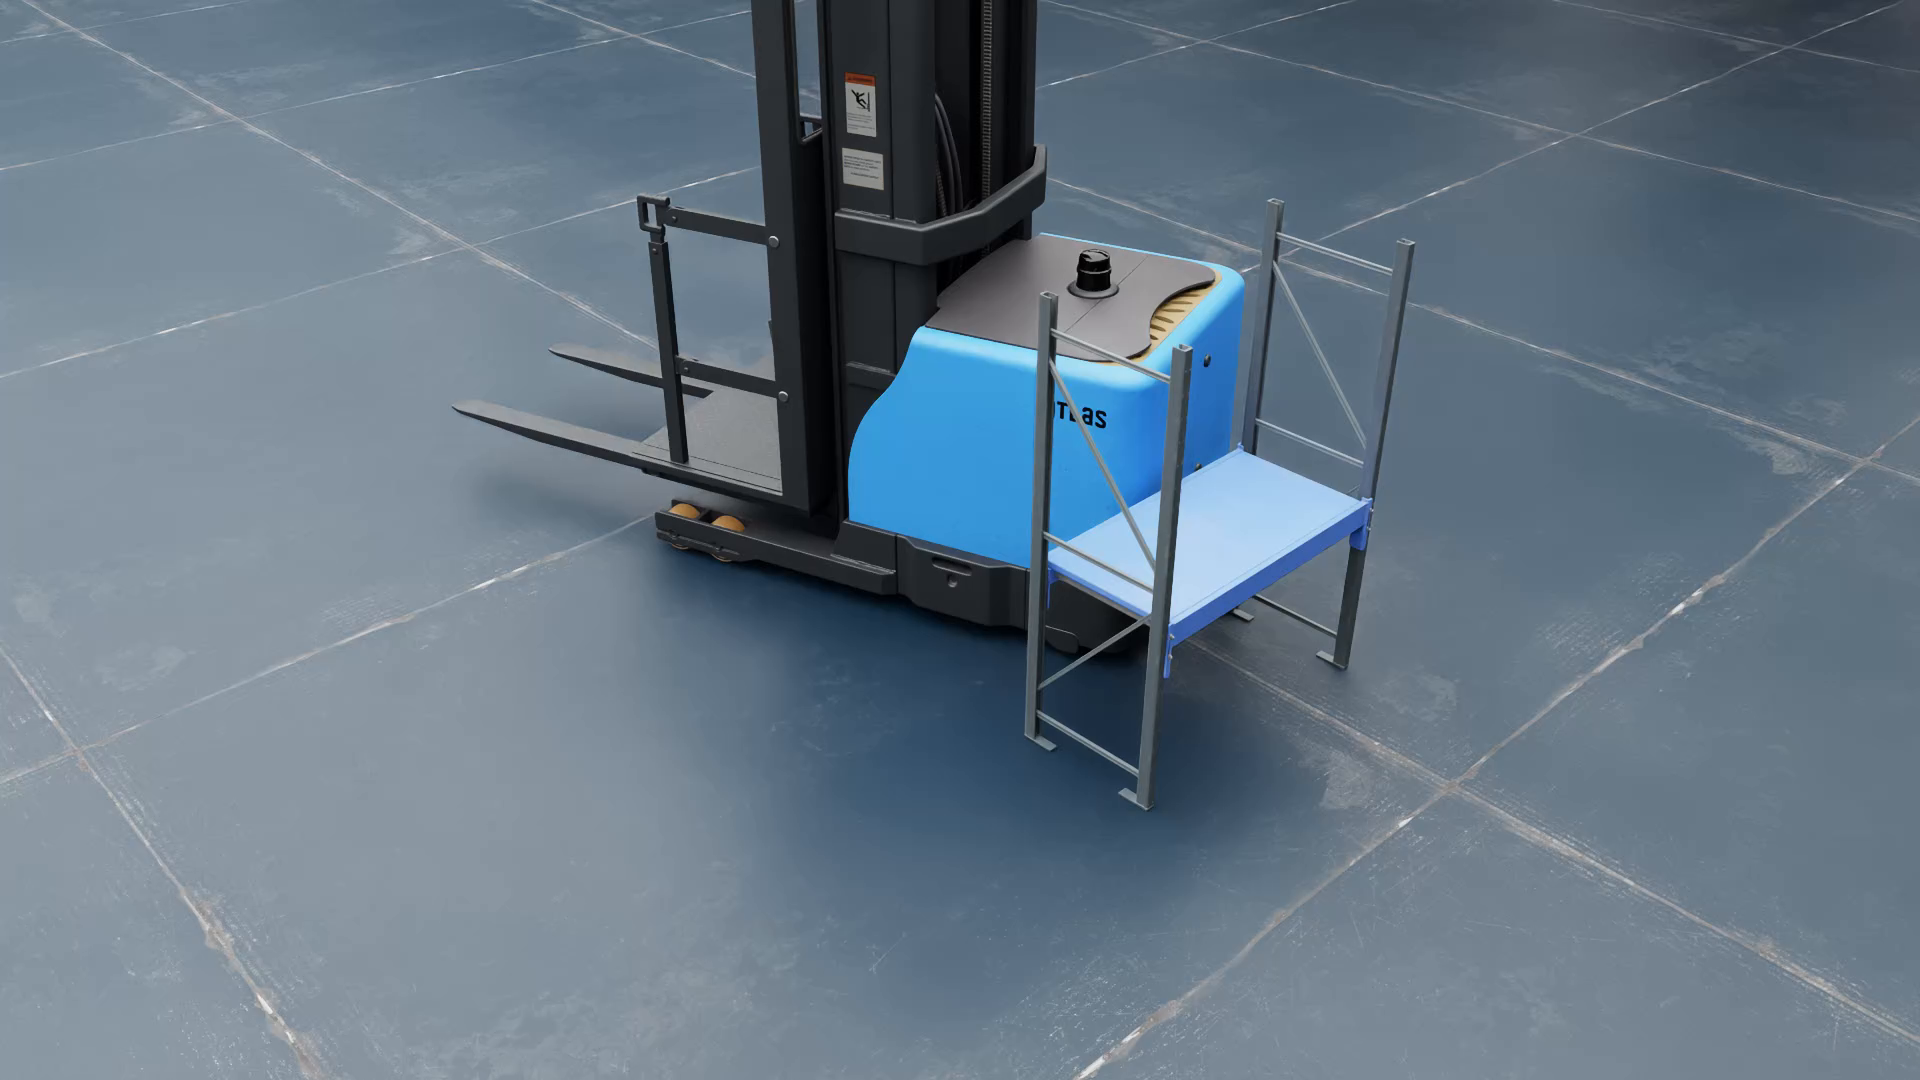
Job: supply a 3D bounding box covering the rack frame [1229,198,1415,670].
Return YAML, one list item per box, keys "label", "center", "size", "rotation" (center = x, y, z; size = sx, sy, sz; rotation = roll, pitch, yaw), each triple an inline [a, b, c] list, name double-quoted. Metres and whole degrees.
- label: "rack frame"
  center: [1.116, -0.305, 5.306]
  size: [0.032, 1.500, 0.500]
  rotation: [-27, 41, -37]

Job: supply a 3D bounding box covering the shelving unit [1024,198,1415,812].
- label: "shelving unit"
  center: [0.755, -0.118, 5.001]
  size: [1.048, 1.500, 0.538]
  rotation: [-27, 41, -37]

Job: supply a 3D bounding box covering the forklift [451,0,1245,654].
- label: "forklift"
  center: [-0.555, -1.398, 5.727]
  size: [3.031, 2.935, 1.130]
  rotation: [15, 34, 23]

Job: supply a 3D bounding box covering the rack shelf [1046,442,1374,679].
- label: "rack shelf"
  center: [0.754, 0.035, 5.096]
  size: [1.000, 0.185, 0.538]
  rotation: [-27, 41, -37]

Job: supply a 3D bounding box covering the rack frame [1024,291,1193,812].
- label: "rack frame"
  center: [0.393, 0.069, 4.696]
  size: [0.032, 1.500, 0.500]
  rotation: [-27, 41, -37]
